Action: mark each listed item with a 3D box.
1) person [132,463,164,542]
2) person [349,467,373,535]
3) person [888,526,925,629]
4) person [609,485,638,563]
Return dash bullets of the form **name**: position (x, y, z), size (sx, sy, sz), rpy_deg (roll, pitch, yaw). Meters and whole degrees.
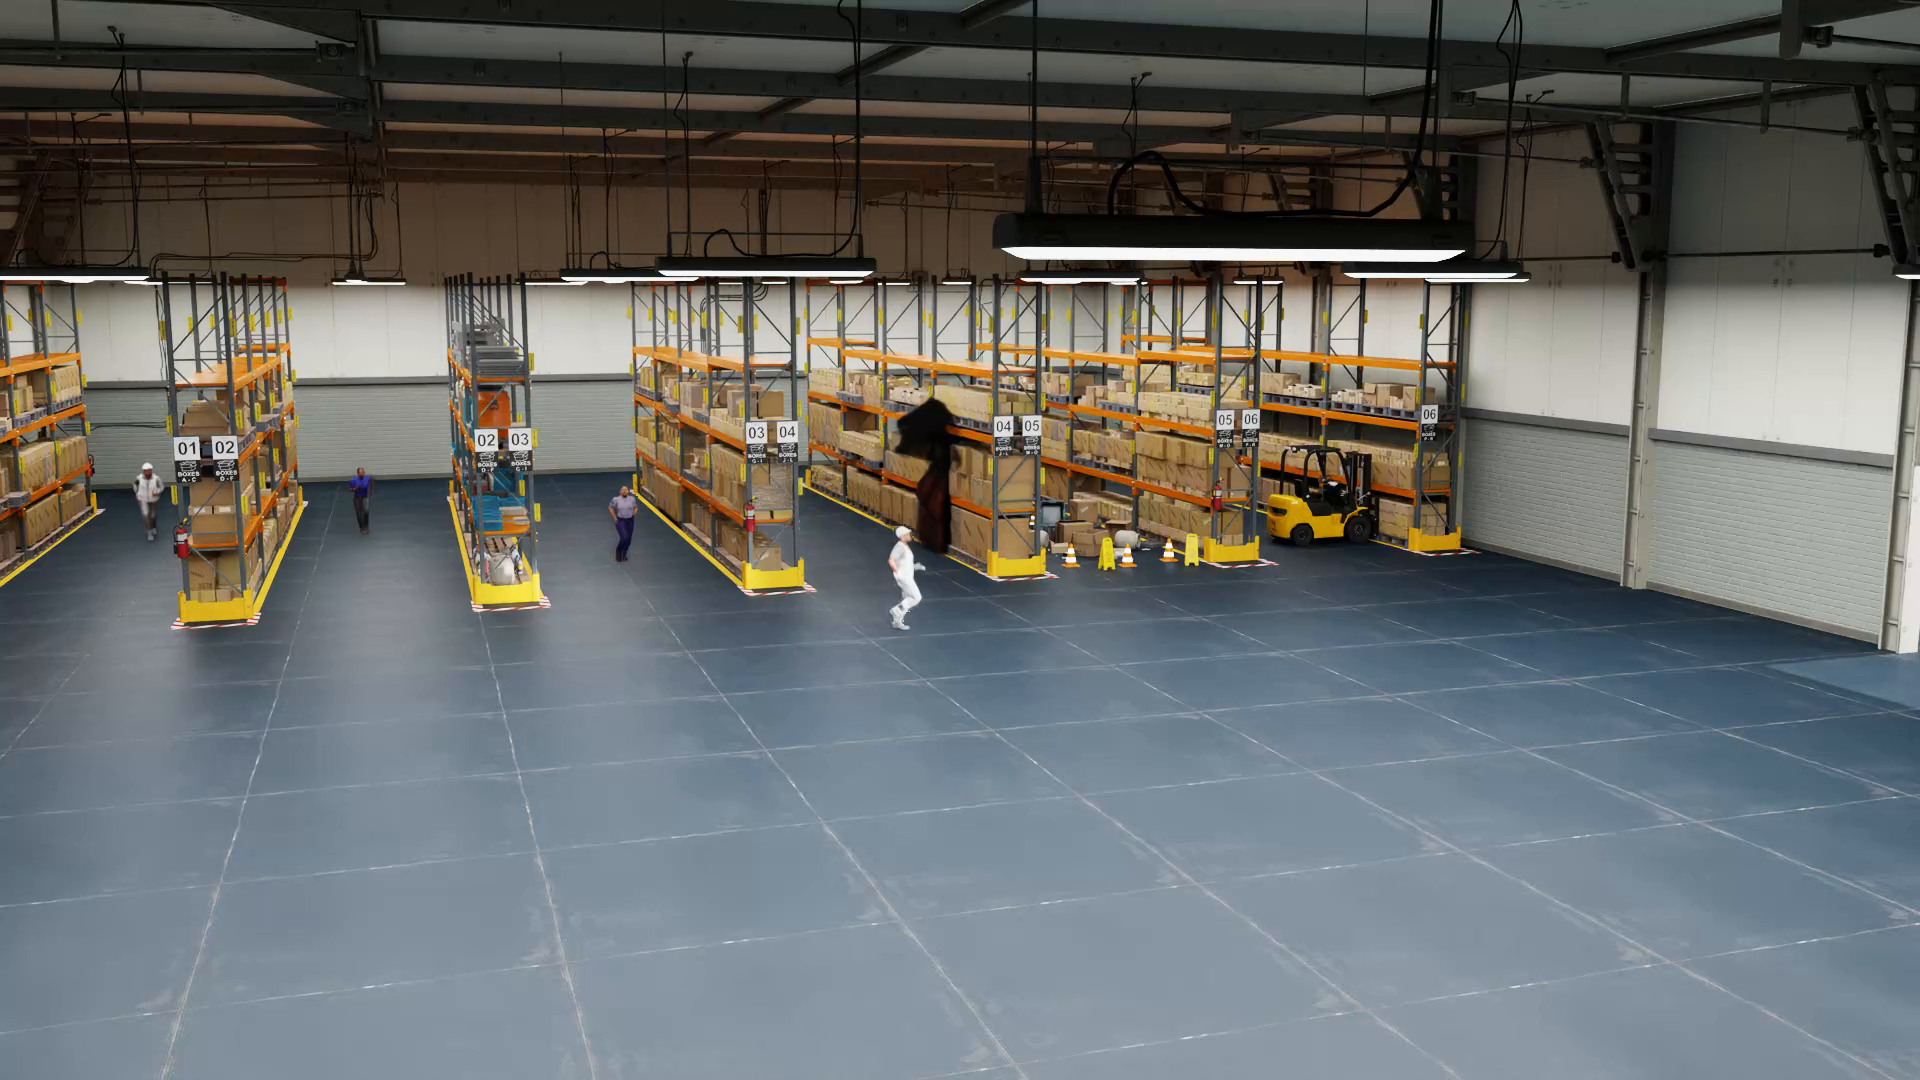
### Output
- **person**: position (-18.632, -0.904, 38.230), size (0.658, 1.784, 0.950), rpy_deg (-4, 10, -25)
- **person**: position (-13.941, -0.920, 38.767), size (0.558, 1.590, 0.868), rpy_deg (-3, 9, -21)
- **person**: position (-0.891, 0.642, 28.055), size (0.575, 1.748, 0.655), rpy_deg (1, 9, 5)
- **person**: position (-7.030, -0.339, 34.982), size (0.581, 1.638, 0.637), rpy_deg (-5, 10, -30)
